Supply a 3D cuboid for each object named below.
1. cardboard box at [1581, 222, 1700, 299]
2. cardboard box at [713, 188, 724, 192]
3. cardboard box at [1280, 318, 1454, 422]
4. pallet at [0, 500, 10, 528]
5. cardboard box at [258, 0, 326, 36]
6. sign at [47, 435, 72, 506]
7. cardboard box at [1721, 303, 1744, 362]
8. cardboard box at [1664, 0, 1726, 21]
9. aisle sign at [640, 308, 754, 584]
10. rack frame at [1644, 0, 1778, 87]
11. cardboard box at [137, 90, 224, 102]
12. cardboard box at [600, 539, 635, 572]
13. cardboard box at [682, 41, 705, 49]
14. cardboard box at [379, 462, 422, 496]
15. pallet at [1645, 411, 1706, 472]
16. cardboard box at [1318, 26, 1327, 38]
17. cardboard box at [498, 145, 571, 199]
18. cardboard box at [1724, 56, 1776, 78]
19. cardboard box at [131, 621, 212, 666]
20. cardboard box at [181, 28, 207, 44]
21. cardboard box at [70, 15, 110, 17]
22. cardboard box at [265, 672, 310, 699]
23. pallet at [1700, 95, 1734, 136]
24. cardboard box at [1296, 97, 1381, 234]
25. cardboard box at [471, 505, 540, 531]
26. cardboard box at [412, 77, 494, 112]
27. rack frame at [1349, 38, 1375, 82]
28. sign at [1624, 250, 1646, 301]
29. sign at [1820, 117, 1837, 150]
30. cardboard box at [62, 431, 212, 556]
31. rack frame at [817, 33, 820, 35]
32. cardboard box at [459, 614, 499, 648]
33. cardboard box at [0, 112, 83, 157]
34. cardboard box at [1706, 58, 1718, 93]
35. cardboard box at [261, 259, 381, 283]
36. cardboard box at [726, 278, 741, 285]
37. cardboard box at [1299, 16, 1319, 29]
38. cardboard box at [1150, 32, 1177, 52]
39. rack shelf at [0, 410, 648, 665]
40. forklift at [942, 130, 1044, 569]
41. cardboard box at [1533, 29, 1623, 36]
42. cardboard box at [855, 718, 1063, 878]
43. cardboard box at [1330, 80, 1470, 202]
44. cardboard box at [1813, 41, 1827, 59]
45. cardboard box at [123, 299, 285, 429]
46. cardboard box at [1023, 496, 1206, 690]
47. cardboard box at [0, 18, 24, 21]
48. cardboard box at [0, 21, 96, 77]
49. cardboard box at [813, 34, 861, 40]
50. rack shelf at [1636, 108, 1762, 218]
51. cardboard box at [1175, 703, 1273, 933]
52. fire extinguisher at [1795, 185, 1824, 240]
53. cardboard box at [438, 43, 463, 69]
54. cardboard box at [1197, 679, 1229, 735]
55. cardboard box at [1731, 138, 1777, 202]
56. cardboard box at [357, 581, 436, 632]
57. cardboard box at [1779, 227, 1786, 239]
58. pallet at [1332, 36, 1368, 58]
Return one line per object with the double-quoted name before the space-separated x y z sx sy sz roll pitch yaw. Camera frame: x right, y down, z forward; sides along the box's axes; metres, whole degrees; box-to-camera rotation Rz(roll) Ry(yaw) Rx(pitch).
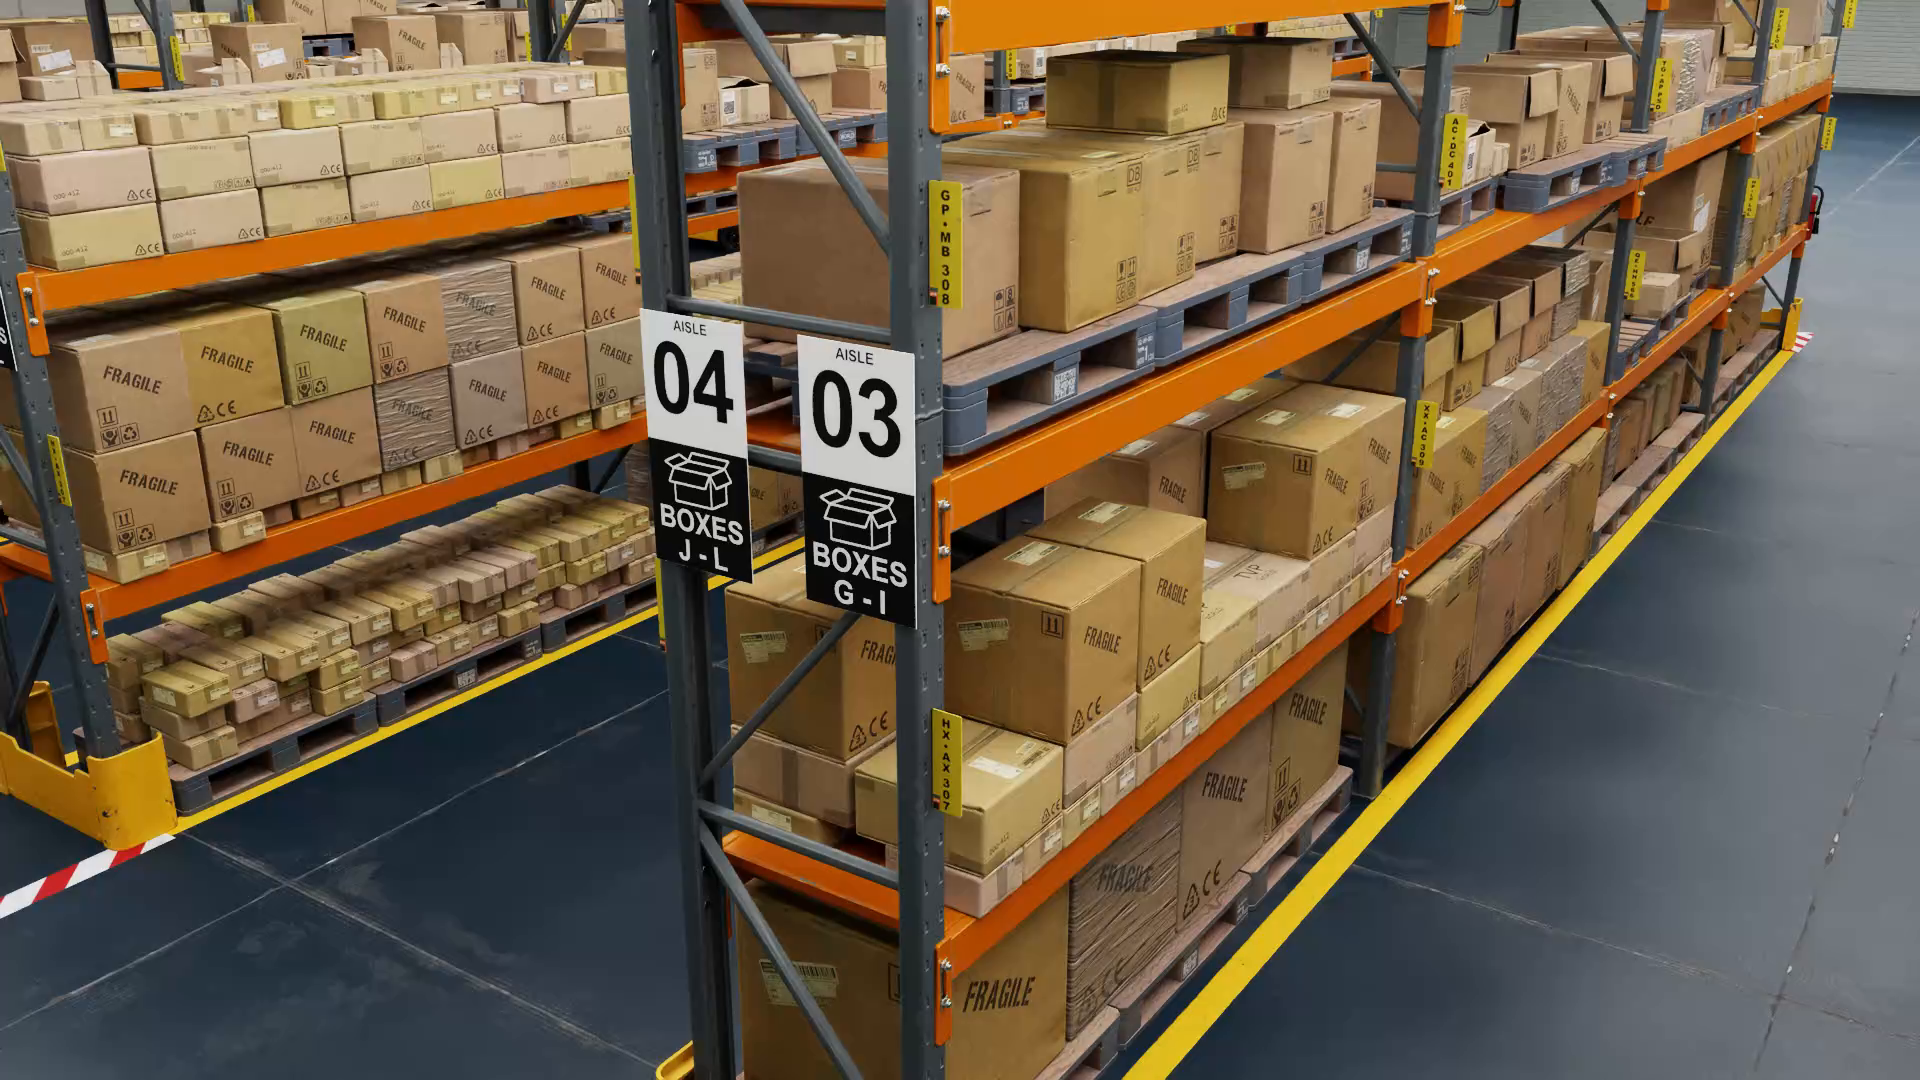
"cardboard box" 5.355 -2.191 13.111 0.797 0.503 0.637 16 26 37
"cardboard box" -2.822 -3.926 18.312 0.380 0.149 0.250 12 24 30
"cardboard box" 2.108 -0.868 8.699 0.797 0.503 0.637 13 24 30
"pallet" -7.617 -0.236 12.600 1.003 0.211 1.213 13 24 32
"cardboard box" -7.690 -6.071 19.137 0.500 0.500 0.500 14 24 32
"sign" -4.089 -0.315 7.545 0.100 0.325 0.005 13 24 32
"cardboard box" 7.462 -2.104 16.626 0.500 0.500 0.500 16 26 37
"cardboard box" 6.295 -4.468 14.403 0.500 0.500 0.500 12 24 30
"aisle sign" -0.781 -0.275 4.939 0.394 0.787 0.004 13 24 32
"rack frame" 6.253 -5.275 13.555 1.000 3.000 0.127 13 24 32
"cardboard box" -3.979 -2.209 8.509 0.380 0.149 0.250 13 24 31
"cardboard box" -2.345 0.071 10.825 0.380 0.149 0.250 12 23 29
"cardboard box" -2.727 -5.441 17.939 0.500 0.250 0.500 14 24 33
"cardboard box" -3.250 -0.383 9.340 0.380 0.149 0.250 14 25 34
"pallet" 5.817 -0.930 14.475 1.003 0.211 1.213 13 24 32
"cardboard box" 3.835 -5.612 18.403 0.380 0.149 0.250 13 24 32
"cardboard box" -2.632 -2.164 9.685 0.500 0.250 0.500 13 24 32
"cardboard box" 6.691 -4.018 14.122 0.380 0.149 0.250 12 24 30
"cardboard box" -4.261 0.584 9.008 0.380 0.149 0.250 14 24 33
"cardboard box" -8.461 -5.518 18.176 0.380 0.149 0.250 13 24 31
"cardboard box" -9.300 -5.530 17.781 0.380 0.149 0.250 13 24 32
"cardboard box" -3.766 0.731 9.041 0.380 0.149 0.250 14 24 33
"pallet" 5.238 -3.326 12.879 1.213 0.211 1.003 13 24 32
"cardboard box" 1.366 -1.627 7.123 0.700 0.500 0.500 12 23 29
"cardboard box" -2.960 -0.093 10.839 0.380 0.149 0.250 13 24 31
"cardboard box" -2.818 -2.477 9.234 0.380 0.149 0.250 12 24 30
"rack frame" 4.456 -4.605 20.392 1.000 3.000 0.127 13 24 32
"sign" 4.465 -1.749 11.002 0.100 0.325 0.005 13 24 32
"sign" 8.950 -4.186 17.134 0.100 0.325 0.005 13 24 32
"cardboard box" -4.057 -0.276 8.114 0.500 0.500 0.500 15 25 34
"rack frame" -1.943 -7.208 18.780 1.000 3.000 0.127 13 24 32
"cardboard box" -3.012 0.515 10.052 0.380 0.149 0.250 14 24 33
"cardboard box" -4.167 -1.821 7.462 0.380 0.149 0.250 13 24 31
"cardboard box" 5.807 -3.713 13.244 0.396 0.266 0.258 14 25 34
"cardboard box" -3.622 -1.299 9.438 0.500 0.500 0.500 12 24 30
"cardboard box" -1.389 -1.698 11.431 0.380 0.149 0.250 14 24 32
"cardboard box" 3.564 -5.699 18.061 0.500 0.250 0.500 14 24 32
"cardboard box" 1.696 -4.641 15.631 0.500 0.250 0.500 13 24 31
"rack shelf" -3.414 -0.251 9.657 1.077 0.370 4.000 13 24 32
"forklift" 0.440 -1.221 11.341 1.130 2.935 3.031 -19 28 -41
"cardboard box" 4.345 -3.337 11.774 0.500 0.500 0.500 13 24 32
"cardboard box" 0.001 0.827 5.492 0.500 0.250 0.500 13 24 30
"cardboard box" 2.074 -1.985 8.235 0.700 0.500 0.500 14 24 33
"cardboard box" 8.176 -4.764 16.137 0.380 0.149 0.250 13 24 32
"cardboard box" -3.788 -0.893 8.341 0.500 0.500 0.500 14 25 33
"cardboard box" 0.568 0.182 6.155 0.500 0.500 0.500 13 24 30
"cardboard box" -9.706 -5.208 16.880 0.380 0.149 0.250 13 24 32
"cardboard box" -6.944 -3.668 12.641 0.500 0.500 0.500 14 24 33
"cardboard box" -0.897 -3.832 12.729 0.396 0.266 0.258 13 24 32
"rack shelf" 5.129 -2.957 12.649 1.077 0.370 4.000 13 24 32
"cardboard box" 0.813 1.066 7.518 0.875 0.875 0.875 13 24 32
"fire extinguisher" 8.947 -3.516 17.557 0.296 0.674 0.183 13 24 32
"cardboard box" -4.676 -4.324 14.895 0.396 0.266 0.258 13 24 30
"cardboard box" 0.843 0.620 6.626 0.380 0.149 0.250 13 24 30
"cardboard box" 6.996 -3.340 14.957 0.500 0.500 0.500 13 24 32
"cardboard box" -3.239 0.381 9.558 0.380 0.149 0.250 14 24 33
"cardboard box" 8.120 -3.147 16.811 0.380 0.149 0.250 13 24 32
"pallet" 4.048 -5.756 19.306 1.003 0.211 1.213 13 24 32
